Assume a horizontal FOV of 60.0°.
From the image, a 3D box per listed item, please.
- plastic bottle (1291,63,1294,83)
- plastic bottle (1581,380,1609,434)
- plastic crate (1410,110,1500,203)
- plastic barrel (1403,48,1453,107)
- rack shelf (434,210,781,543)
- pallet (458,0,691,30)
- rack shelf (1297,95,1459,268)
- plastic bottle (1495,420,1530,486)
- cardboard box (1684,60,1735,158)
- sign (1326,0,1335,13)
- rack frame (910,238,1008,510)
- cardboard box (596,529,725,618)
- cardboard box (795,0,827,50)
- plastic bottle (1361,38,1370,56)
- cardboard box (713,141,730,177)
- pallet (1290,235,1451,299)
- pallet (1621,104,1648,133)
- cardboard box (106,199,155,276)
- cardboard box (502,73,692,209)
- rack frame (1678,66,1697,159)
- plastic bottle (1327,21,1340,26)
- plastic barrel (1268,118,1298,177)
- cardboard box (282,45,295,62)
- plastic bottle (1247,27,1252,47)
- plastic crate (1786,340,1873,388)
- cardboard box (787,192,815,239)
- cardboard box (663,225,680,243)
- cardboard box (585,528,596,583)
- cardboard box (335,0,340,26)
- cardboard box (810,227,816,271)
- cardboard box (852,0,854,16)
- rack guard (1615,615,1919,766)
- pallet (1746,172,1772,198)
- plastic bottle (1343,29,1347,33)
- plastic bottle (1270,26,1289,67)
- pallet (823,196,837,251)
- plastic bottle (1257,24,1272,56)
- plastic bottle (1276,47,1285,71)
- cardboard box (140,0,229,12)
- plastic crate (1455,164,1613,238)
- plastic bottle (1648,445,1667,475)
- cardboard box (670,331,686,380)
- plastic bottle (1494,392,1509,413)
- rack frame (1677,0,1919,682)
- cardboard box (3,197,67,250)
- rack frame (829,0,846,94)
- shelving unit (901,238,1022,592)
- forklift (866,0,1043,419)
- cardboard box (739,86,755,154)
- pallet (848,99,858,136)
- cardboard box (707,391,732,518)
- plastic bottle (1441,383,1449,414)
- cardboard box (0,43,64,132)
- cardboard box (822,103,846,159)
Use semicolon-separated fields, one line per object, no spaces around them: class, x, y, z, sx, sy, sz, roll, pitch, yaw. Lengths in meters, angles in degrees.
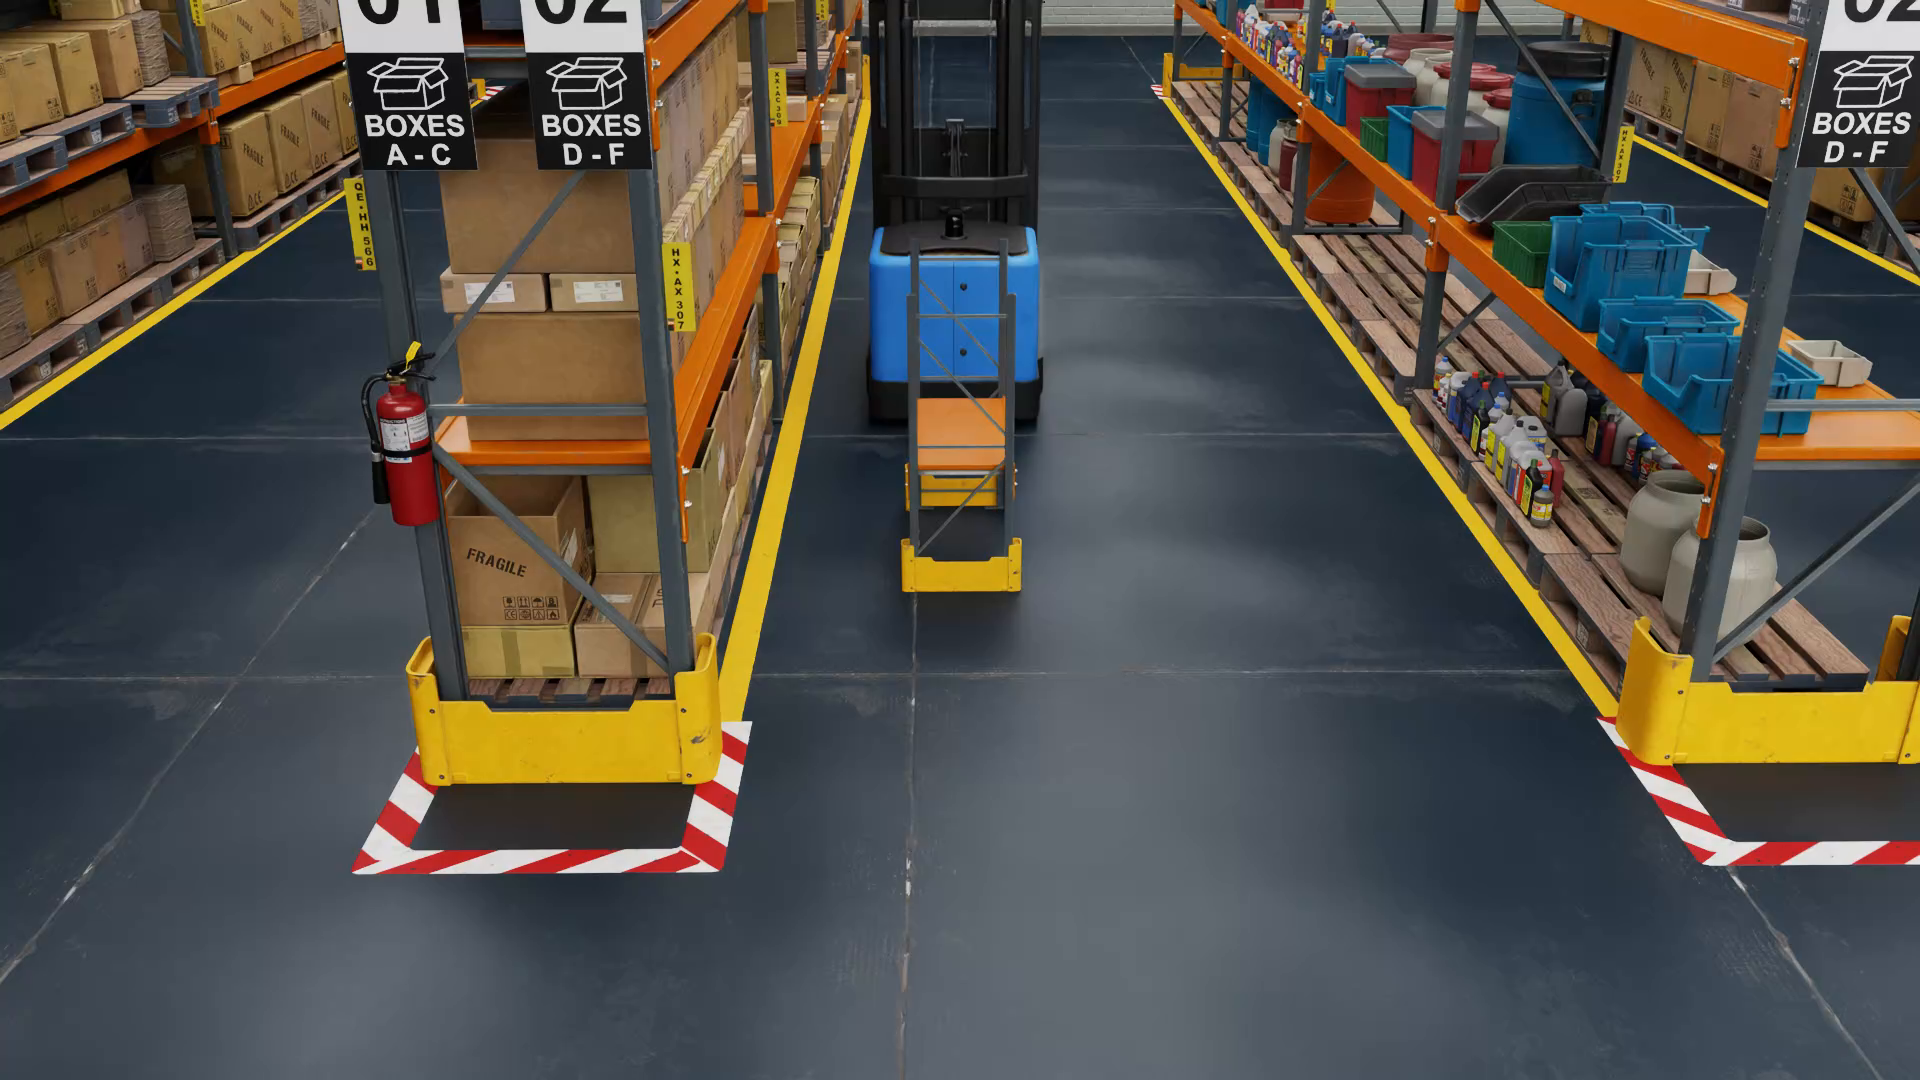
plastic bottle;2.886;-4.010;14.218;0.097;0.201;0.097;0;24;0
plastic bottle;3.643;-0.795;9.549;0.144;0.351;0.185;-1;24;-3
plastic crate;3.035;-2.372;10.277;0.402;0.464;0.583;0;24;-1
plastic barrel;3.527;-3.421;12.539;0.421;0.512;0.421;0;24;0
rack shelf;-1.586;-0.972;8.133;1.077;0.370;4.000;0;24;-1
pallet;-1.546;-2.094;6.207;1.003;0.211;1.213;0;24;-1
rack shelf;3.324;-2.641;11.823;1.077;0.370;4.000;0;24;-1
plastic bottle;2.948;-0.474;8.839;0.144;0.351;0.185;1;24;2
cardboard box;8.238;-4.423;16.959;1.225;0.875;0.875;0;24;0
sign;3.809;-5.569;17.088;0.100;0.325;0.005;0;24;-1
rack frame;-0.005;-0.858;8.826;0.500;1.500;0.032;0;24;-1
cardboard box;-1.356;0.158;7.589;0.500;0.250;0.500;0;24;-1
cardboard box;-1.590;-4.646;14.752;0.700;0.500;0.500;4;25;9
plastic bottle;3.637;-4.343;14.869;0.097;0.271;0.097;0;24;0
cardboard box;-1.381;-1.935;8.480;0.380;0.149;0.250;0;24;-1
pallet;3.272;-2.203;13.365;1.003;0.211;1.213;0;24;-1
pallet;8.265;-5.011;19.573;1.003;0.211;1.213;0;24;-1
cardboard box;-6.655;-2.301;12.697;0.700;0.500;0.500;0;24;-1
cardboard box;-1.574;-1.751;7.286;0.700;0.500;0.500;0;24;0
rack frame;8.211;-5.464;17.190;1.000;3.000;0.127;0;24;-1
plastic bottle;3.596;-4.866;16.019;0.152;0.276;0.135;0;24;-1
plastic barrel;3.172;-3.750;15.911;0.421;0.512;0.421;0;24;0
cardboard box;-6.400;-4.520;15.385;0.380;0.149;0.250;0;24;1
plastic bottle;2.862;-4.920;16.229;0.097;0.201;0.097;0;24;0
plastic crate;3.701;-0.747;7.081;0.298;0.136;0.250;0;24;-1
cardboard box;-1.387;-2.538;12.867;0.500;0.311;0.500;-1;24;-1
cardboard box;-1.360;-1.191;6.835;0.380;0.149;0.250;0;24;0
cardboard box;-1.882;0.160;7.583;0.500;0.250;0.500;0;24;-1
cardboard box;-6.391;-5.398;16.539;0.500;0.500;0.500;-1;24;-1
cardboard box;-1.392;-2.283;12.985;0.500;0.250;0.500;-1;24;-1
cardboard box;-1.440;-6.095;18.464;0.500;0.500;0.500;0;24;-1
rack guard;3.342;0.611;6.792;1.175;0.500;0.348;0;24;-1
pallet;8.311;-3.372;15.948;1.003;0.211;1.213;0;24;-1
plastic bottle;3.569;-4.610;15.458;0.097;0.271;0.097;0;24;0
plastic bottle;2.899;-4.472;15.058;0.144;0.351;0.185;0;24;-1
pallet;-1.621;-2.810;14.706;1.003;0.211;1.213;0;24;-1
plastic bottle;2.895;-4.715;15.686;0.152;0.276;0.135;0;24;-1
plastic bottle;2.878;-4.291;14.838;0.097;0.201;0.097;0;24;0
cardboard box;-6.352;-4.481;13.600;0.500;0.250;0.500;0;24;1
plastic crate;3.224;-1.900;9.387;0.767;0.338;0.504;0;24;-1
plastic bottle;3.676;-0.385;8.738;0.097;0.271;0.097;0;24;0
cardboard box;-1.567;-0.930;7.046;0.700;0.500;0.500;0;24;1
plastic bottle;3.062;-0.709;9.454;0.097;0.271;0.097;0;24;0
rack frame;3.389;-0.497;6.208;1.000;3.000;0.127;0;24;-1
cardboard box;-6.603;-2.203;11.570;0.500;0.250;0.500;-1;24;-2
rack frame;-1.695;-5.421;17.095;1.000;3.000;0.127;0;24;-1
shelving unit;0.001;-0.652;8.371;0.587;1.500;1.083;0;24;-1
forklift;-0.029;-2.636;11.021;1.130;2.935;3.031;0;24;0
cardboard box;-1.605;-2.703;10.966;0.500;0.500;0.500;1;24;3
pallet;-1.717;-4.937;19.410;1.003;0.211;1.213;0;24;-1
cardboard box;-1.373;-0.390;7.890;0.500;0.500;0.500;0;24;-1
plastic bottle;2.913;-0.853;9.858;0.097;0.201;0.097;0;24;0
cardboard box;-6.570;-3.058;11.216;0.700;0.500;0.500;3;25;7
cardboard box;-1.406;-4.076;16.623;0.500;0.500;0.500;0;24;0
